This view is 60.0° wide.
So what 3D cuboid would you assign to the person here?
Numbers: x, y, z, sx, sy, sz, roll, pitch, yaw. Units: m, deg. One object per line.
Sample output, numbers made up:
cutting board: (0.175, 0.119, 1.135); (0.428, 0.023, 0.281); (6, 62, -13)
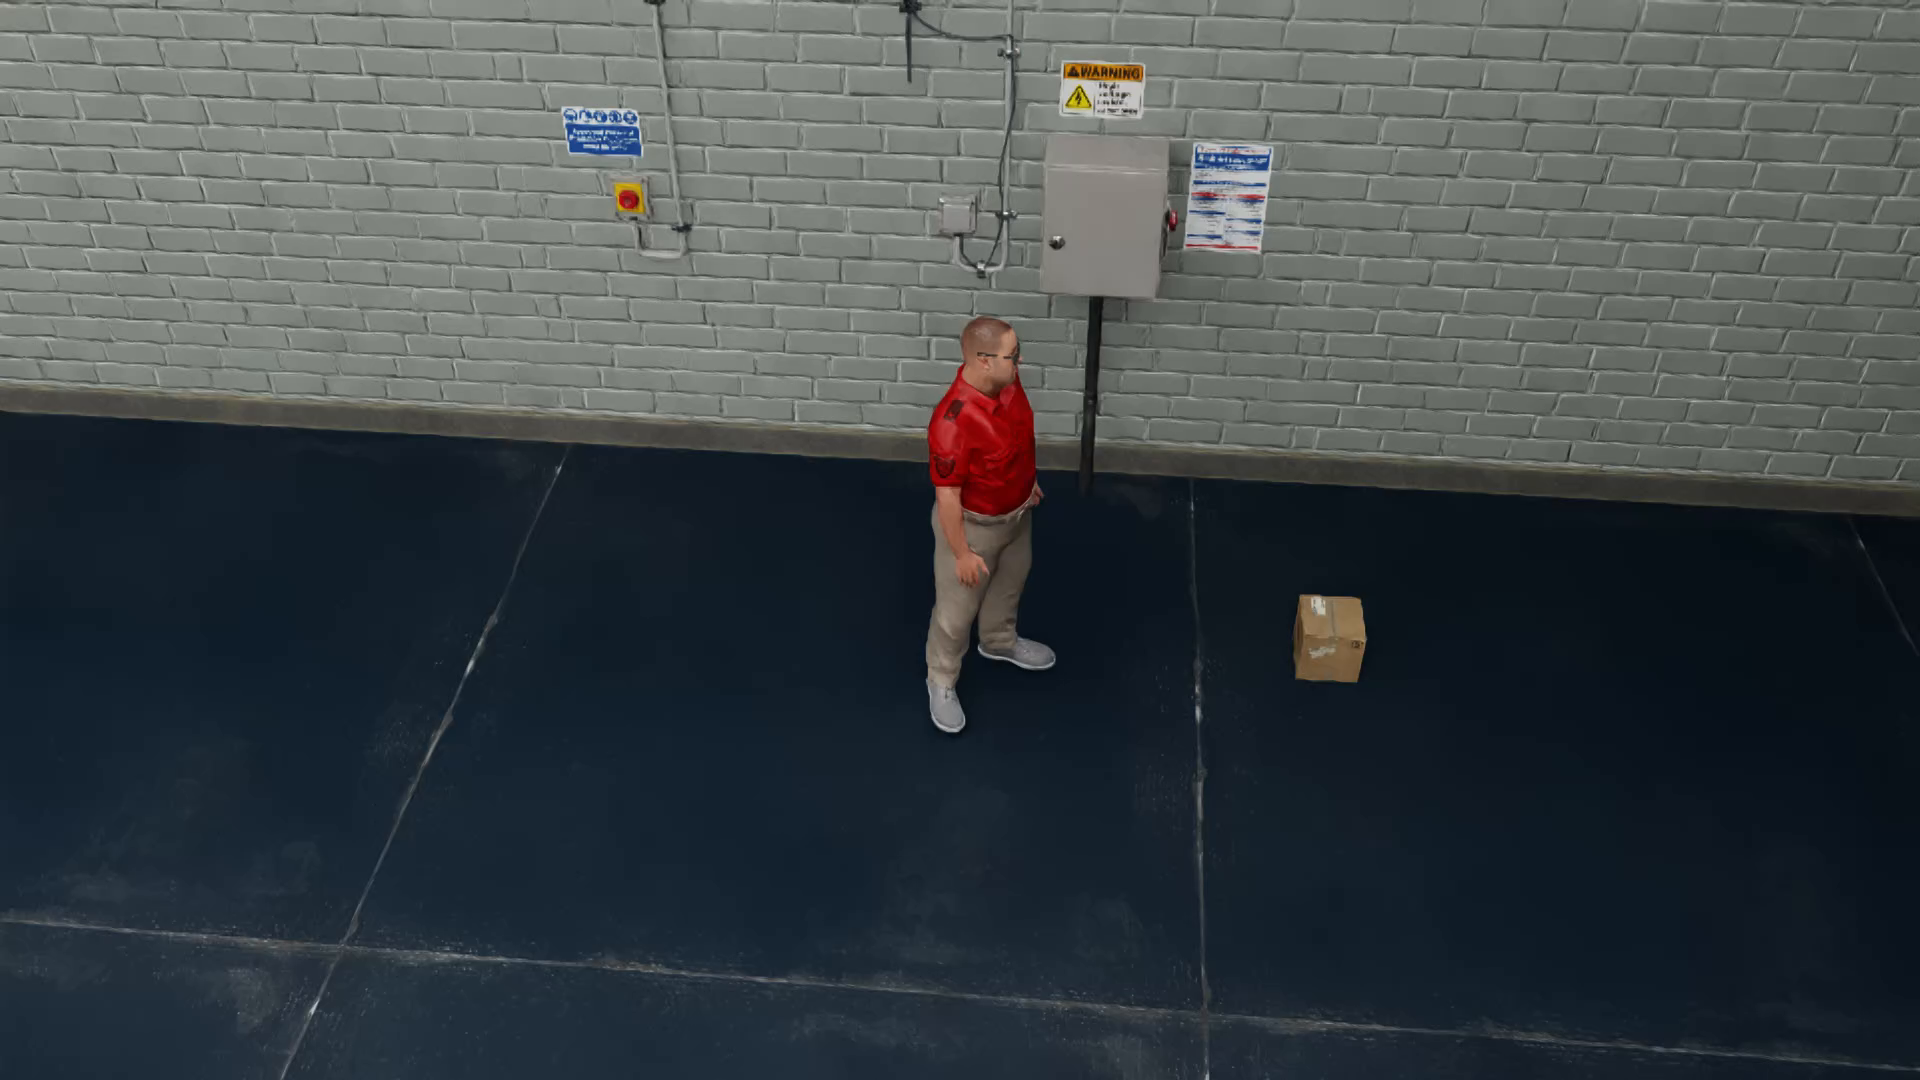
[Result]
person: (0.102, -0.084, 6.232); (0.396, 1.733, 0.656); (22, 44, 24)
